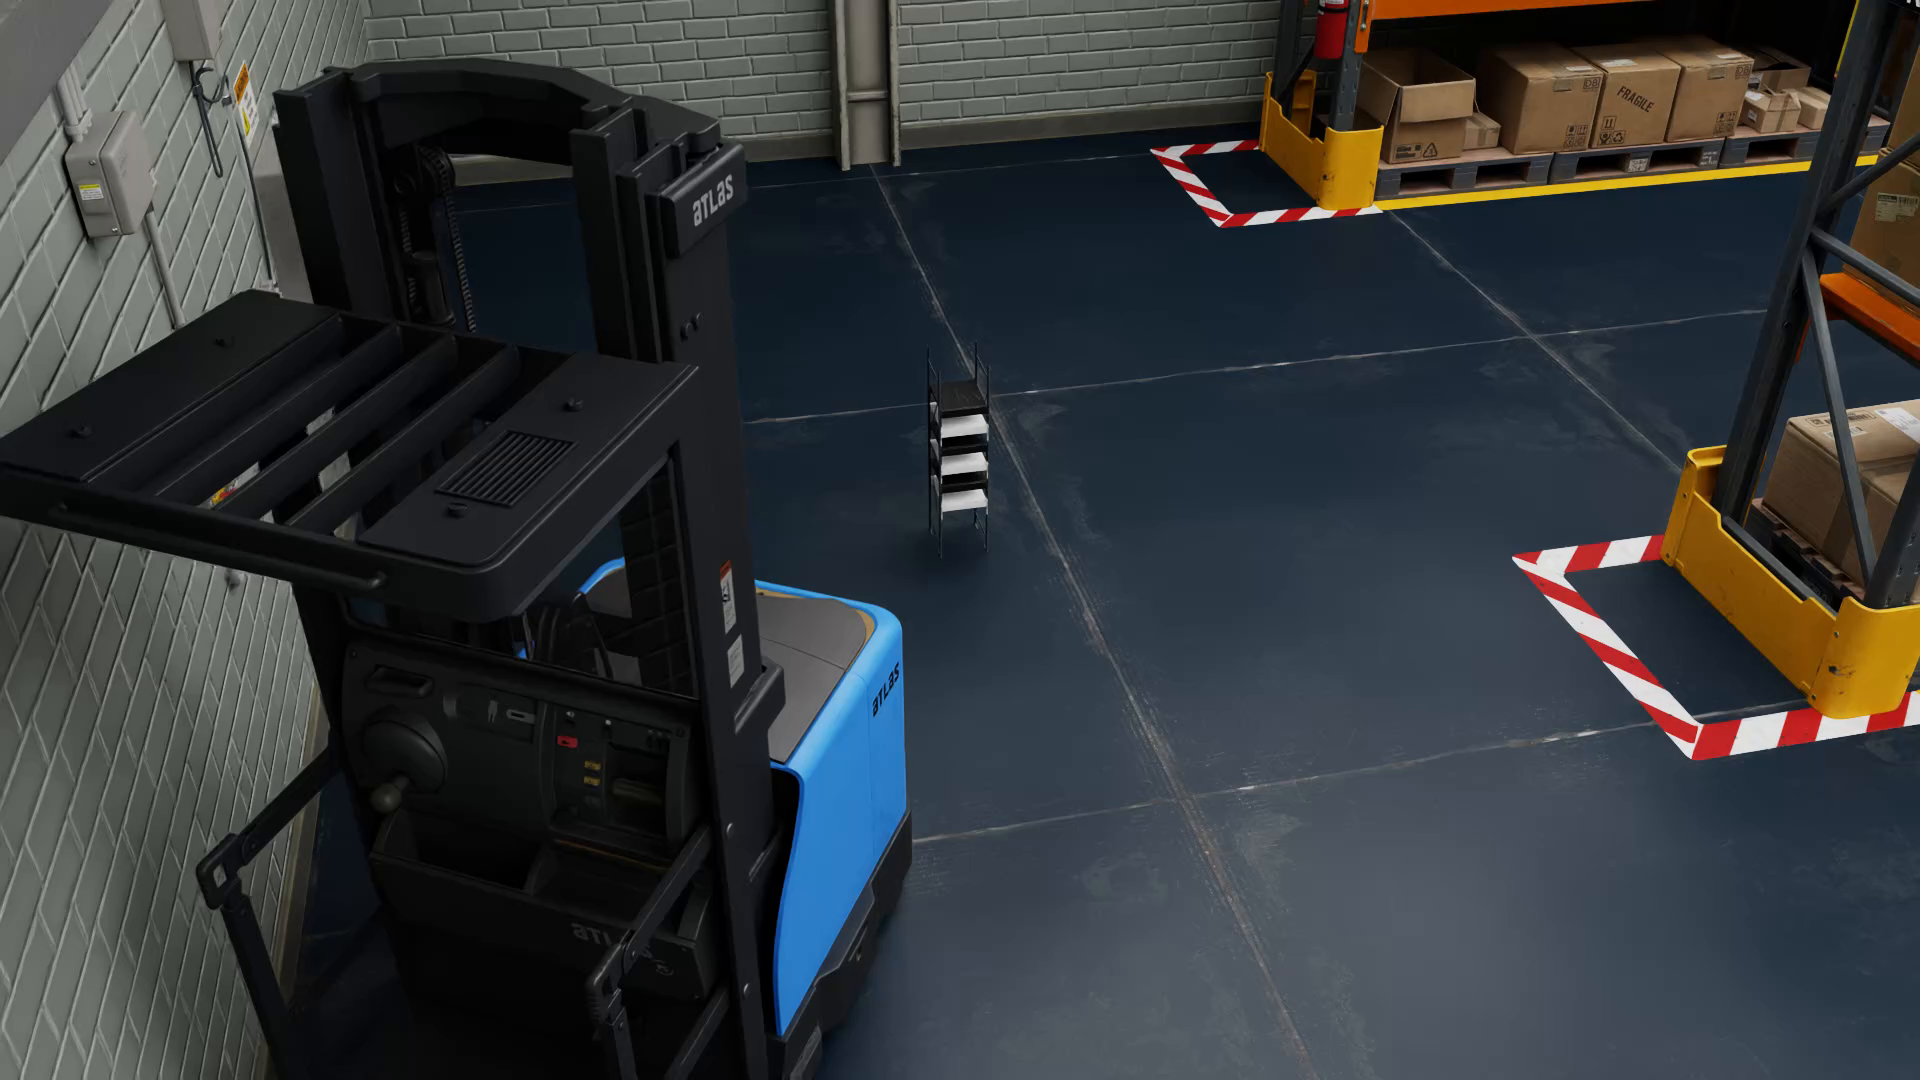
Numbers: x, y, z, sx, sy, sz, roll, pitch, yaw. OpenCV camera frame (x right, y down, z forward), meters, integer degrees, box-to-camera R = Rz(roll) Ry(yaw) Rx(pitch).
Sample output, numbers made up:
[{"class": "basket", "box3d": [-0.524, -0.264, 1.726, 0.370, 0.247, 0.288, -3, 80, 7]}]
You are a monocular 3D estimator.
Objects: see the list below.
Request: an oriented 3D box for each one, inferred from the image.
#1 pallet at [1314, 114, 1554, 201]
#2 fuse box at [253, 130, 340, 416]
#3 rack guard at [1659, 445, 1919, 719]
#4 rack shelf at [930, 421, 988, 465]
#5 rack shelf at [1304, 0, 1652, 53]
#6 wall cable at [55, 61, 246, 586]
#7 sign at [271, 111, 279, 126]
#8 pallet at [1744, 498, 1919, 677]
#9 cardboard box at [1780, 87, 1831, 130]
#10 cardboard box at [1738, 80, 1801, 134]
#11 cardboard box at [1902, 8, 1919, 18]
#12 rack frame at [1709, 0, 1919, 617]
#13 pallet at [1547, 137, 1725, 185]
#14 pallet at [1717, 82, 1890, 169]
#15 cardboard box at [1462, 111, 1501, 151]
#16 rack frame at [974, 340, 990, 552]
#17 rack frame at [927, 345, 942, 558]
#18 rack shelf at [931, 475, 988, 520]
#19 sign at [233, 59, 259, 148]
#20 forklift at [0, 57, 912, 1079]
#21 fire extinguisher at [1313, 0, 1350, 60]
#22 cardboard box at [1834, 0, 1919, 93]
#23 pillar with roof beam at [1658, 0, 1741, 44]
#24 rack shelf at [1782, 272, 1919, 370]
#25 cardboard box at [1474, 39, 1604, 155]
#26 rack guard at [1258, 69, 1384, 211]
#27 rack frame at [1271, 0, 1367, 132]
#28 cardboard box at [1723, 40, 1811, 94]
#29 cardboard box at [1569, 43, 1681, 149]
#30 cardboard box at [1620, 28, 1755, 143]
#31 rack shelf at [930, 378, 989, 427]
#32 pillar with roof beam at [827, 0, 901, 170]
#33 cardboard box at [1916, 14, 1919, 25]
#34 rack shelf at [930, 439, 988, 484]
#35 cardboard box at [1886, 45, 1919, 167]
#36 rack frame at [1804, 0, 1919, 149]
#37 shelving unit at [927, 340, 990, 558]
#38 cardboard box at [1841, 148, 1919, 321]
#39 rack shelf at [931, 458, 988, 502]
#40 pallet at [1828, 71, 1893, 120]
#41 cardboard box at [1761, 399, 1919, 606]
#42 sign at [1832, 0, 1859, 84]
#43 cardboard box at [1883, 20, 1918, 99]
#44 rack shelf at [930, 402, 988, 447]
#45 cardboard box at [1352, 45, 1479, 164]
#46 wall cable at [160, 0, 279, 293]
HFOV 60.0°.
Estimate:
[{"class": "pallet", "box3d": [3.067, -2.553, 10.866, 1.213, 0.211, 1.003, -7, 35, -11]}, {"class": "fuse box", "box3d": [-2.501, -0.825, 6.944, 0.414, 1.711, 0.539, -7, 35, -11]}, {"class": "rack guard", "box3d": [3.291, 0.135, 6.601, 0.348, 0.500, 1.175, -7, 35, -11]}, {"class": "rack shelf", "box3d": [-0.008, -0.420, 6.966, 0.200, 0.077, 0.258, -7, 35, -11]}, {"class": "rack shelf", "box3d": [4.167, -3.551, 10.495, 4.000, 0.370, 1.077, -7, 35, -11]}, {"class": "wall cable", "box3d": [-2.180, -0.635, 4.565, 0.123, 1.953, 0.585, -7, 35, -11]}, {"class": "sign", "box3d": [-2.812, -1.564, 6.973, 0.001, 0.494, 0.329, -7, 35, -11]}, {"class": "pallet", "box3d": [4.077, 0.111, 6.895, 1.213, 0.211, 1.003, -7, 35, -11]}, {"class": "cardboard box", "box3d": [5.639, -2.858, 10.998, 0.250, 0.149, 0.380, -8, 35, -12]}, {"class": "cardboard box", "box3d": [5.290, -2.862, 10.900, 0.258, 0.266, 0.396, -6, 34, -9]}, {"class": "cardboard box", "box3d": [6.413, -3.703, 11.360, 0.250, 0.149, 0.380, -9, 35, -12]}, {"class": "rack frame", "box3d": [3.314, -0.906, 5.908, 0.127, 3.000, 1.000, -7, 35, -11]}, {"class": "pallet", "box3d": [4.255, -2.701, 11.086, 1.213, 0.211, 1.003, -7, 35, -11]}, {"class": "pallet", "box3d": [5.447, -2.853, 11.313, 1.213, 0.211, 1.003, -7, 35, -11]}, {"class": "cardboard box", "box3d": [3.256, -2.649, 10.687, 0.250, 0.149, 0.380, -9, 35, -12]}, {"class": "rack frame", "box3d": [0.091, -0.385, 7.016, 0.006, 0.900, 0.240, -7, 35, -11]}, {"class": "rack frame", "box3d": [-0.107, -0.360, 6.979, 0.006, 0.900, 0.240, -7, 35, -11]}, {"class": "rack shelf", "box3d": [-0.008, -0.196, 7.117, 0.200, 0.077, 0.258, -7, 35, -11]}, {"class": "sign", "box3d": [-2.691, -1.647, 6.272, 0.001, 0.242, 0.339, -7, 35, -11]}, {"class": "forklift", "box3d": [-1.128, 0.569, 3.772, 1.130, 2.935, 3.031, 11, 35, 16]}, {"class": "fire extinguisher", "box3d": [2.174, -3.147, 9.652, 0.183, 0.674, 0.296, -7, 35, -11]}, {"class": "cardboard box", "box3d": [6.531, -3.453, 11.570, 0.500, 0.500, 0.500, -7, 35, -11]}, {"class": "pillar with roof beam", "box3d": [6.189, -4.651, 6.105, 0.400, 9.000, 9.100, -7, 35, -11]}, {"class": "rack shelf", "box3d": [5.265, -0.853, 6.475, 4.000, 0.370, 1.077, -7, 35, -11]}, {"class": "cardboard box", "box3d": [3.676, -2.848, 10.668, 0.500, 0.500, 0.700, -6, 34, -9]}, {"class": "rack guard", "box3d": [2.290, -2.575, 10.638, 0.348, 0.500, 1.175, -7, 35, -11]}, {"class": "rack frame", "box3d": [2.216, -3.603, 9.928, 0.127, 3.000, 1.000, -7, 35, -11]}, {"class": "cardboard box", "box3d": [5.421, -3.200, 11.363, 0.500, 0.311, 0.500, -6, 34, -9]}, {"class": "cardboard box", "box3d": [4.213, -2.858, 10.684, 0.500, 0.500, 0.500, -7, 34, -10]}, {"class": "cardboard box", "box3d": [4.688, -2.975, 10.858, 0.500, 0.500, 0.700, -8, 35, -12]}, {"class": "rack shelf", "box3d": [-0.008, -0.569, 6.866, 0.200, 0.077, 0.258, -7, 35, -11]}, {"class": "pillar with roof beam", "box3d": [0.337, -3.913, 5.006, 0.400, 9.000, 9.100, -7, 35, -11]}, {"class": "cardboard box", "box3d": [6.526, -3.400, 10.910, 0.250, 0.149, 0.380, -6, 34, -8]}, {"class": "rack shelf", "box3d": [-0.008, -0.345, 7.016, 0.200, 0.077, 0.258, -7, 35, -11]}, {"class": "cardboard box", "box3d": [3.732, -1.552, 5.883, 0.500, 0.500, 0.500, -6, 34, -9]}, {"class": "rack frame", "box3d": [6.117, -4.095, 10.661, 0.127, 3.000, 1.000, -7, 35, -11]}, {"class": "shelving unit", "box3d": [-0.008, -0.373, 6.998, 0.210, 0.900, 0.258, -7, 35, -11]}, {"class": "cardboard box", "box3d": [3.727, -1.151, 6.183, 0.500, 0.500, 0.500, -7, 34, -10]}, {"class": "rack shelf", "box3d": [-0.008, -0.270, 7.066, 0.200, 0.077, 0.258, -7, 35, -11]}, {"class": "pallet", "box3d": [6.902, -3.058, 11.617, 1.213, 0.211, 1.003, -7, 35, -11]}, {"class": "cardboard box", "box3d": [3.936, -0.152, 6.707, 0.875, 0.438, 0.875, -8, 35, -12]}, {"class": "sign", "box3d": [3.208, -1.782, 5.962, 0.005, 0.325, 0.100, -7, 35, -11]}, {"class": "cardboard box", "box3d": [6.639, -3.169, 11.147, 0.500, 0.500, 0.500, -6, 34, -8]}, {"class": "rack shelf", "box3d": [-0.008, -0.494, 6.916, 0.200, 0.077, 0.258, -7, 35, -11]}, {"class": "cardboard box", "box3d": [2.833, -2.765, 10.542, 0.637, 0.503, 0.797, -9, 35, -12]}, {"class": "wall cable", "box3d": [-2.504, -1.392, 5.720, 0.122, 1.984, 0.588, -7, 35, -11]}]
